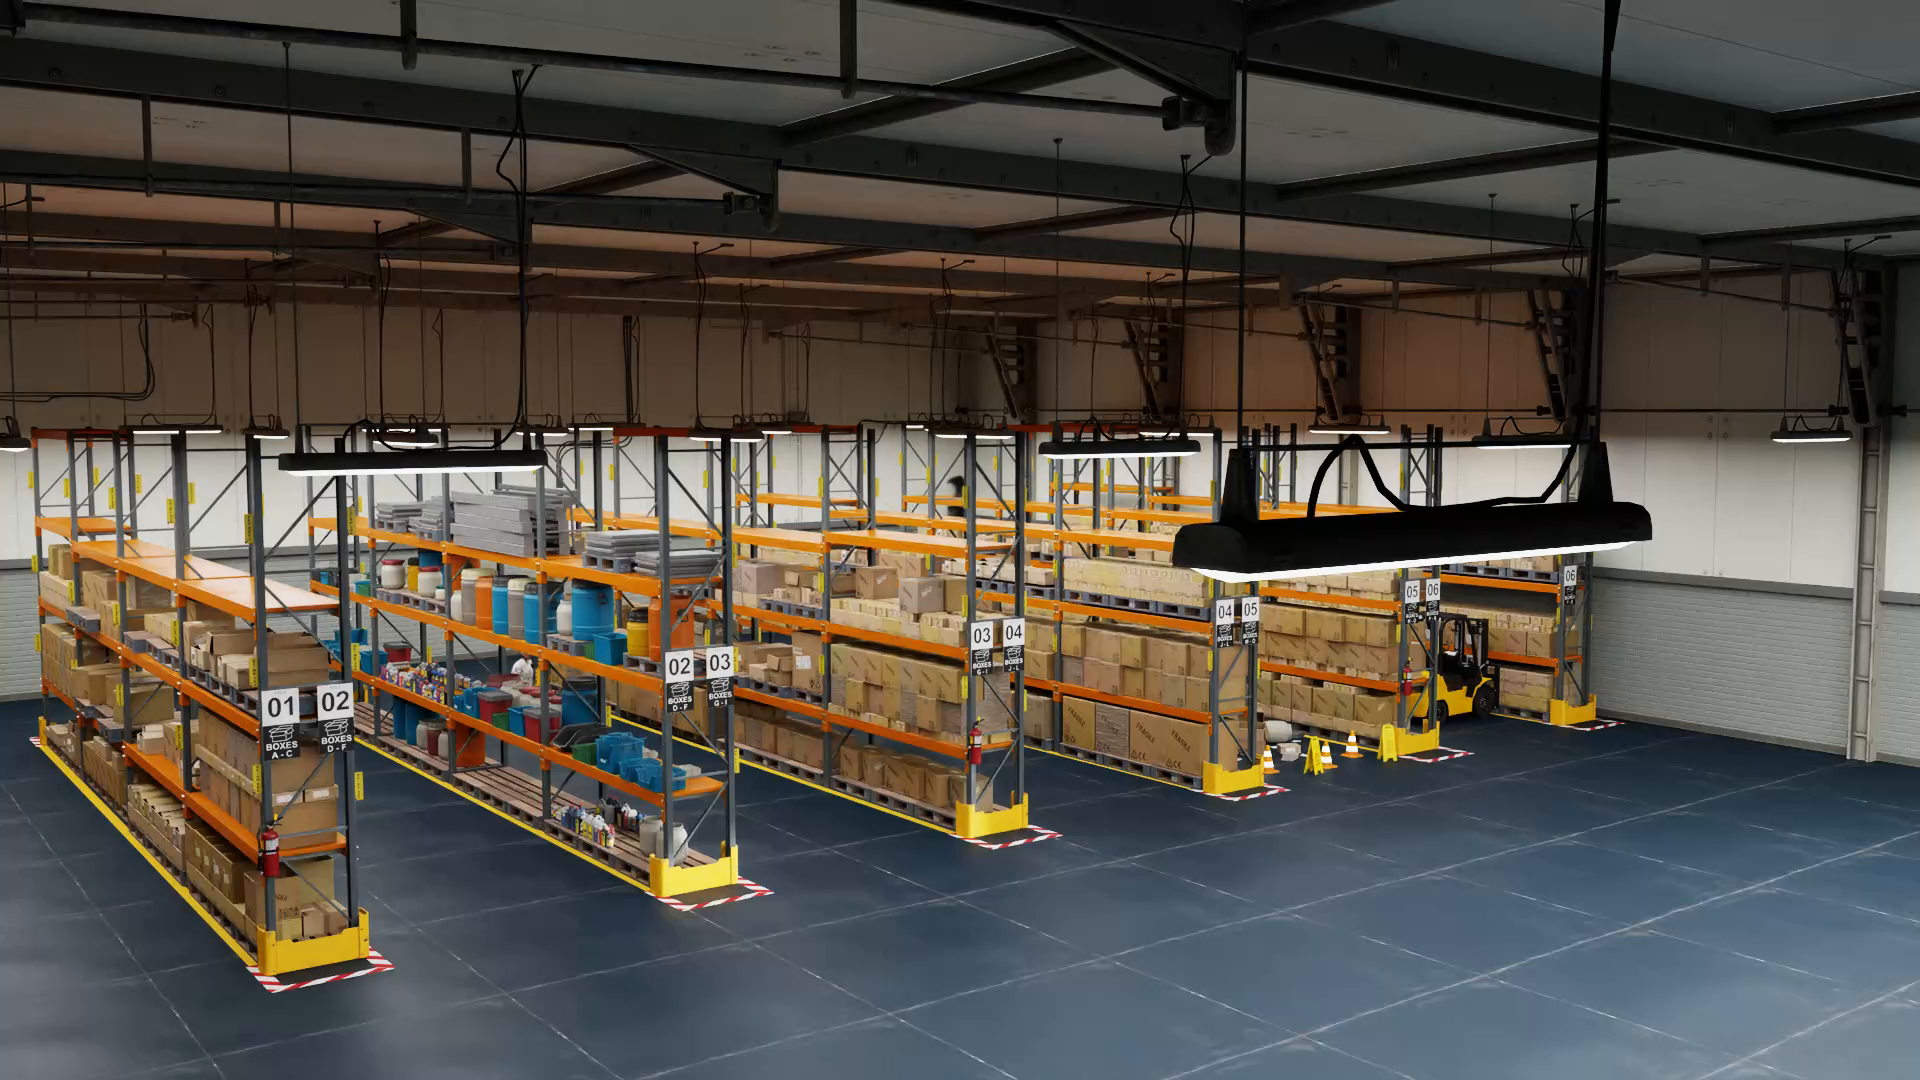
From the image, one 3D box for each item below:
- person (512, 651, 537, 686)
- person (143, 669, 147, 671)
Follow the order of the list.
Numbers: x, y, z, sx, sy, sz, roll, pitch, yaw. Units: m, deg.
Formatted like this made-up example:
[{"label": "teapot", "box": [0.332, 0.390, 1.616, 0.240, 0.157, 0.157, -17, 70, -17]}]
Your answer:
[{"label": "person", "box": [-8.753, 2.925, 33.157, 0.723, 1.641, 0.570, 3, 6, 36]}, {"label": "person", "box": [-16.002, 2.906, 32.892, 0.891, 1.706, 0.633, 0, 4, 4]}]
